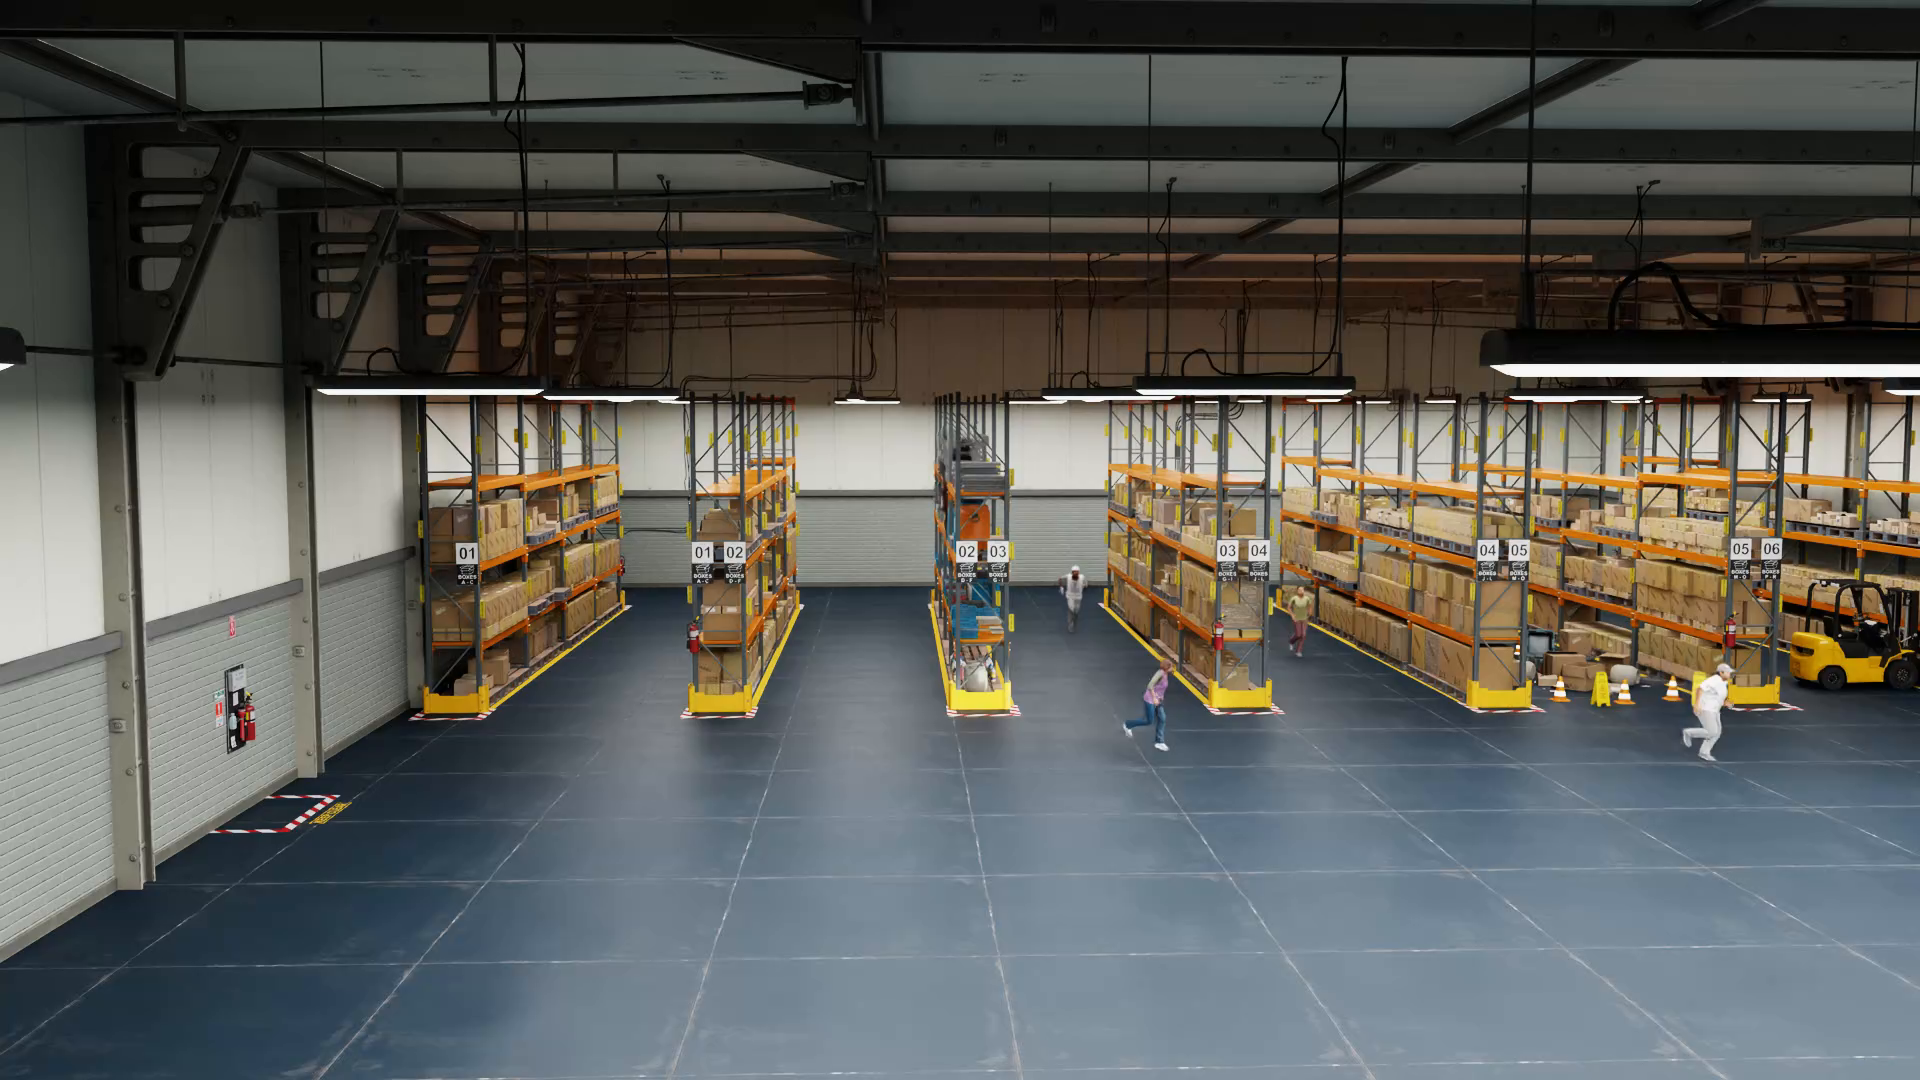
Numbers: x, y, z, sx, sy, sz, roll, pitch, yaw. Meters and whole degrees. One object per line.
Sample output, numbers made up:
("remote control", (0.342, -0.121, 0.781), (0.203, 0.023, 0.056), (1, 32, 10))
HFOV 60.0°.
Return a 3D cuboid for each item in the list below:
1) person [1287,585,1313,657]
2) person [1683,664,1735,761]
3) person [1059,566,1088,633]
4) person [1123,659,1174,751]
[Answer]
("person", (7.837, 1.851, 38.278), (0.573, 1.639, 0.584), (0, 5, -4))
("person", (12.186, 2.789, 27.048), (0.763, 1.599, 0.599), (4, 6, 41))
("person", (2.874, 1.482, 41.991), (0.667, 1.710, 0.915), (-1, 5, -11))
("person", (3.159, 2.750, 27.933), (0.868, 1.535, 0.550), (2, 5, 20))
